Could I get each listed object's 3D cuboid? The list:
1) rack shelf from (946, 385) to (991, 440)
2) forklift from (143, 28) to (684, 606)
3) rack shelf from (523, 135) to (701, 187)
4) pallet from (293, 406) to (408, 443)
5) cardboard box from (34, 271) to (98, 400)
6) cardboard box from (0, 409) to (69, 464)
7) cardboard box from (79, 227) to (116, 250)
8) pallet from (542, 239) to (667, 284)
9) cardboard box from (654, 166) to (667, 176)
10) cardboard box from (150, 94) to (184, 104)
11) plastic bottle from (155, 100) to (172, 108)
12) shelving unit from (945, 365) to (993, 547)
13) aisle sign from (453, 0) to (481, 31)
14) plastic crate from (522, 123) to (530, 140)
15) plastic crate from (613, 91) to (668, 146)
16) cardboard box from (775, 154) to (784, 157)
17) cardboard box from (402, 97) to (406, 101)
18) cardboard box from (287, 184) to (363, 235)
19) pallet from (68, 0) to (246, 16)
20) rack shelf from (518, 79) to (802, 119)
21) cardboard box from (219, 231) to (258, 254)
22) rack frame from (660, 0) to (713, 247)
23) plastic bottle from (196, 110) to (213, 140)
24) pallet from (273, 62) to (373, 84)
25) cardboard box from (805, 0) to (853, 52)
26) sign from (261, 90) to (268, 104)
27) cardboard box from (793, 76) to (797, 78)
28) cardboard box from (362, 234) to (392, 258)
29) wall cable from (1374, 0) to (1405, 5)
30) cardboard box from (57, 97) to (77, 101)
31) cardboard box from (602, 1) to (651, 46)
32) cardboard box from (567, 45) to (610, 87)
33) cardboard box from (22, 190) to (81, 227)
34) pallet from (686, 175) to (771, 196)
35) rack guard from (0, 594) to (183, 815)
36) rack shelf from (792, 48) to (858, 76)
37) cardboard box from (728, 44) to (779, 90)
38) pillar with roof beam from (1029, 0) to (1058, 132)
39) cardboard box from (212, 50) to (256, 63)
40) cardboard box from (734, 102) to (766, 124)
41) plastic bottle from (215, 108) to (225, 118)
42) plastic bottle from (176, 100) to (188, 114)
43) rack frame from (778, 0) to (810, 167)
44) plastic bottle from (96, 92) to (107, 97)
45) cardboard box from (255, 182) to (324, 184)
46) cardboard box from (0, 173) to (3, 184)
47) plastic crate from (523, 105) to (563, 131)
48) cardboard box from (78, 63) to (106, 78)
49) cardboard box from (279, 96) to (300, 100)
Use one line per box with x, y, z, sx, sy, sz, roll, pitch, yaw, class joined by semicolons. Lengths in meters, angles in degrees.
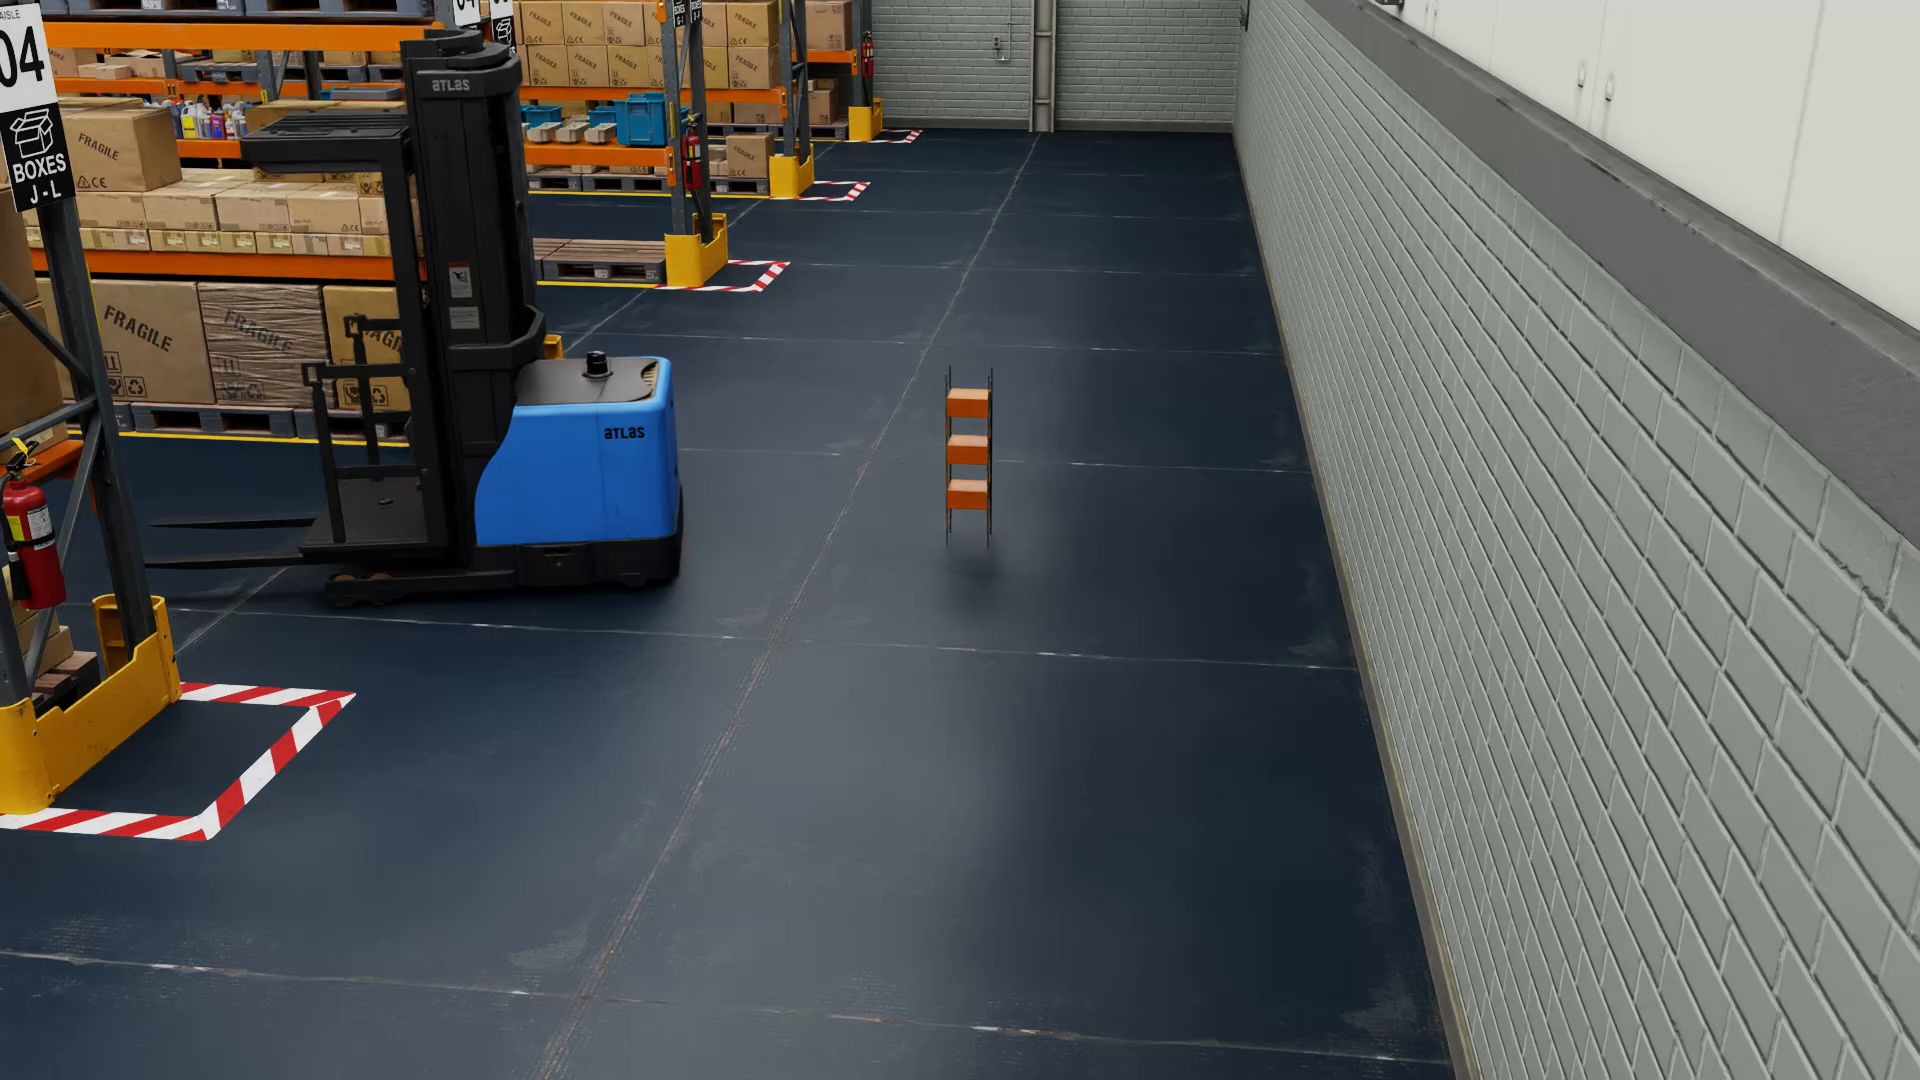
0.053;-0.740;9.641;0.240;0.259;0.215;2;22;6;rack shelf
-3.128;-1.210;9.014;3.031;2.935;1.130;-3;22;-6;forklift
-4.635;-3.817;16.494;4.000;0.370;1.077;2;22;6;rack shelf
-4.035;-0.966;12.097;1.213;0.211;1.003;2;22;6;pallet
-6.558;-1.580;12.174;0.875;0.875;0.875;2;22;6;cardboard box
-4.199;-0.468;7.384;0.250;0.149;0.380;2;22;6;cardboard box
-5.911;-2.135;11.602;0.250;0.149;0.380;2;22;6;cardboard box
-3.463;-2.819;16.782;1.213;0.211;1.003;2;22;6;pallet
-3.571;-4.785;21.106;0.500;0.250;0.500;2;22;6;cardboard box
-12.667;-7.218;26.919;0.500;0.500;0.700;3;22;8;cardboard box
-8.186;-4.390;17.133;0.135;0.276;0.152;2;22;6;plastic bottle
0.053;-0.486;9.741;0.252;1.050;0.215;2;22;6;shelving unit
-3.196;-3.353;10.806;0.004;0.787;0.394;2;22;6;aisle sign
-4.342;-3.967;16.171;0.250;0.136;0.298;2;22;6;plastic crate
-3.003;-4.056;15.990;0.499;0.435;0.616;2;22;6;plastic crate
-2.438;-4.896;21.524;0.250;0.149;0.380;2;22;6;cardboard box
-8.713;-7.145;26.284;0.750;0.750;0.750;2;22;6;cardboard box
-4.248;-2.272;11.406;0.500;0.250;0.500;2;22;5;cardboard box
-5.185;-3.691;11.237;1.213;0.211;1.003;2;22;6;pallet
-4.048;-5.626;21.068;4.000;0.370;1.077;2;22;6;rack shelf
-4.896;-2.090;11.489;0.250;0.149;0.380;3;22;6;cardboard box
-2.649;-4.066;16.143;0.127;3.000;1.000;2;22;6;rack frame
-7.413;-4.096;16.389;0.135;0.276;0.152;2;22;6;plastic bottle
-8.075;-6.048;21.420;1.213;0.211;1.003;2;22;6;pallet
-1.991;-7.841;25.284;0.700;0.700;0.980;3;22;9;cardboard box
-6.688;-4.167;16.022;0.005;0.325;0.100;2;22;6;sign
-2.545;-7.100;25.765;0.250;0.149;0.380;3;22;6;cardboard box
-3.882;-2.046;11.377;0.250;0.149;0.380;3;22;7;cardboard box
1.978;-5.040;6.073;0.120;5.999;2.277;2;22;6;wall cable
-6.716;-2.925;12.039;0.500;0.500;0.500;3;22;8;cardboard box
-4.064;-6.369;20.473;0.500;0.500;0.500;3;22;8;cardboard box
-4.555;-5.928;20.719;0.500;0.500;0.500;2;22;6;cardboard box
-6.275;-2.360;11.628;0.500;0.250;0.500;2;22;6;cardboard box
-2.930;-4.614;21.325;1.213;0.211;1.003;2;22;6;pallet
-3.991;0.709;7.468;0.348;0.500;1.175;2;22;6;rack guard
-3.469;-7.435;25.644;4.000;0.370;1.077;2;22;6;rack shelf
-2.539;-5.840;20.497;0.500;0.500;0.500;3;22;8;cardboard box
0.793;-9.100;20.717;0.400;9.000;9.100;2;22;6;pillar with roof beam
-9.368;-6.476;21.532;0.500;0.500;0.700;-5;22;-12;cardboard box
-3.186;-6.752;25.768;0.500;0.500;0.700;2;22;5;cardboard box
-7.608;-4.340;17.109;0.097;0.201;0.097;0;22;0;plastic bottle
-7.739;-4.197;16.542;0.185;0.351;0.144;2;22;6;plastic bottle
-2.062;-5.874;20.717;0.127;3.000;1.000;2;22;6;rack frame
-8.853;-4.455;17.197;0.185;0.351;0.144;2;22;6;plastic bottle
-4.692;-2.488;11.953;0.500;0.250;0.500;2;22;4;cardboard box
-6.758;-2.733;11.554;0.500;0.500;0.500;2;22;6;cardboard box
-4.163;-4.203;16.638;0.300;0.233;0.416;2;22;6;plastic crate
-11.280;-6.138;21.727;0.250;0.149;0.380;4;22;10;cardboard box
-10.646;-7.148;26.741;0.500;0.500;0.700;2;22;6;cardboard box
